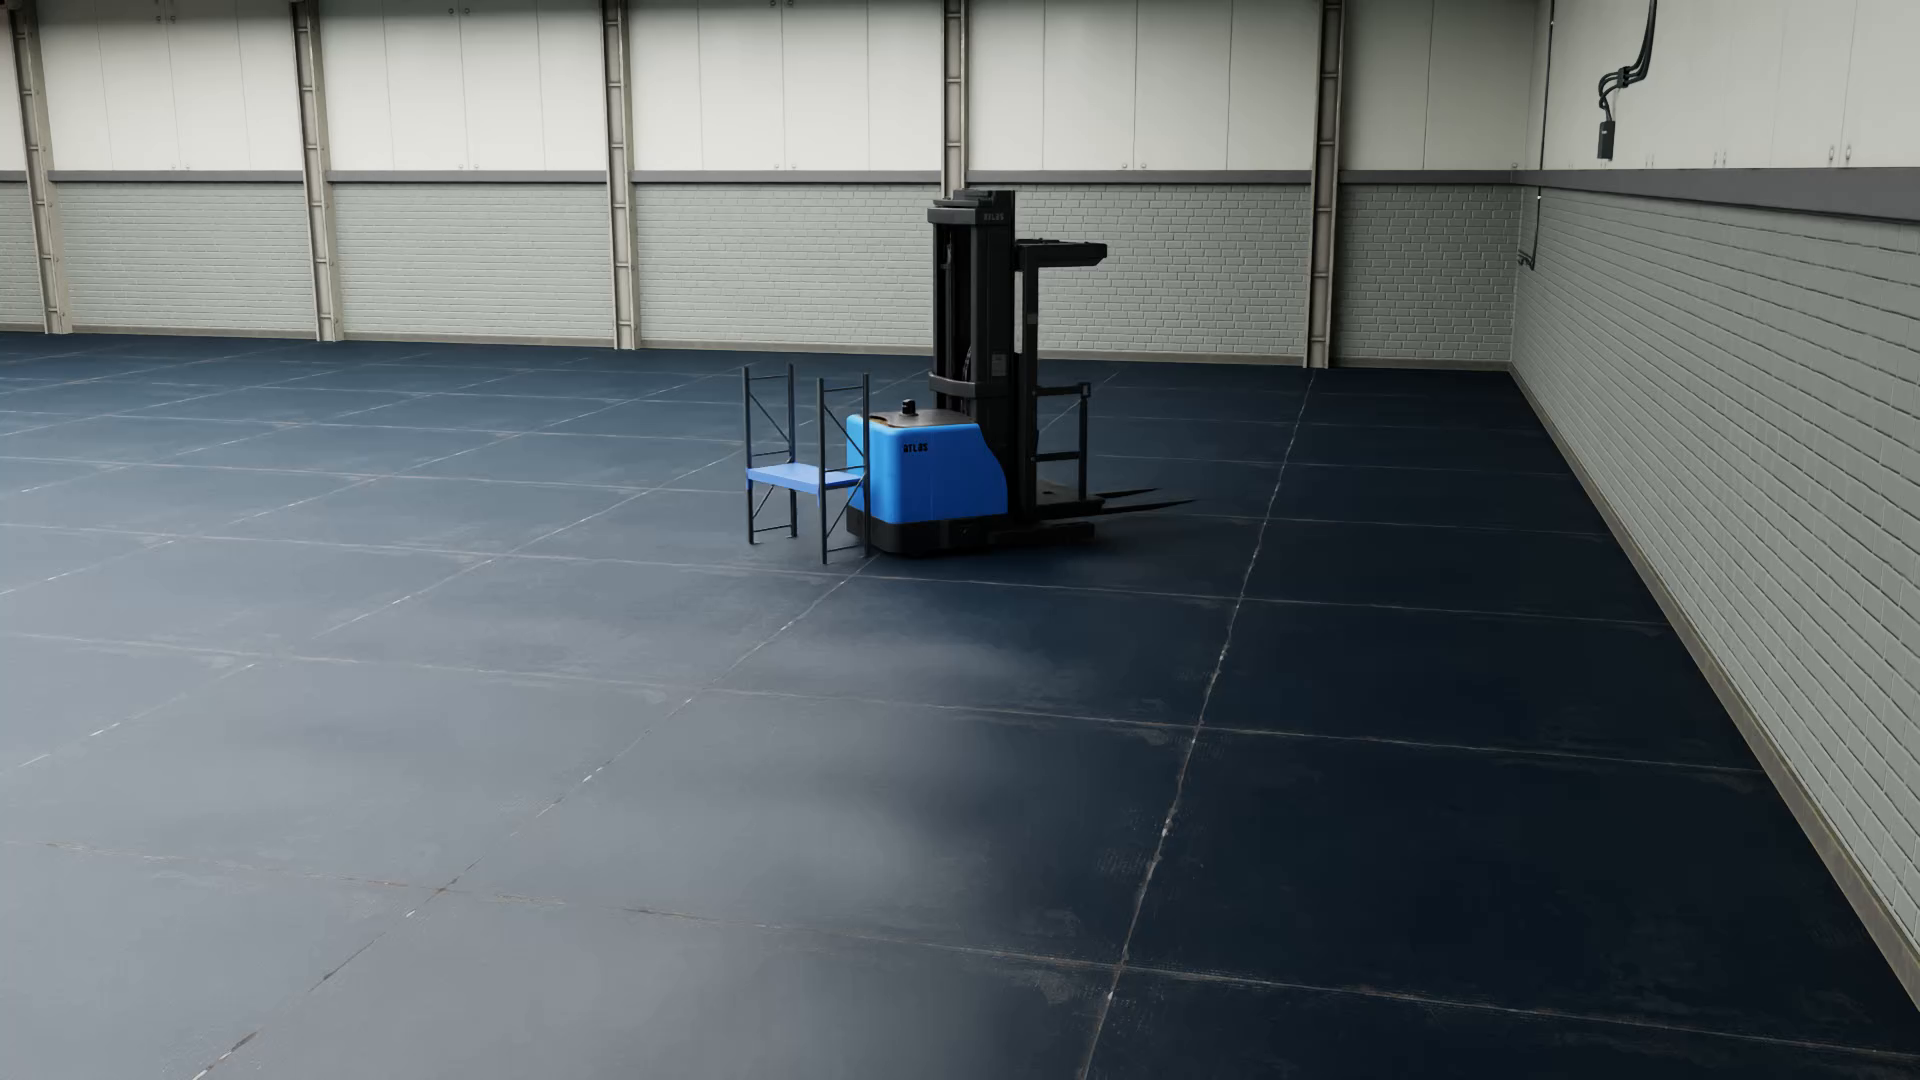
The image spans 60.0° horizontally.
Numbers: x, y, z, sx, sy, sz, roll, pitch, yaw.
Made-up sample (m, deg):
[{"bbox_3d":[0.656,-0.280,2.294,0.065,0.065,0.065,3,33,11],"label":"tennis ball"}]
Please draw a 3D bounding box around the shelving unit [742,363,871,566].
[{"bbox_3d":[-1.264,-0.648,13.690,0.538,1.500,1.048,-11,17,-41],"label":"shelving unit"}]

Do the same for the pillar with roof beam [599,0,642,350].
[{"bbox_3d":[-6.940,-6.901,24.561,0.400,9.000,9.100,3,13,14],"label":"pillar with roof beam"}]

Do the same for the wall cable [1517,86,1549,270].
[{"bbox_3d":[8.285,-5.236,24.229,0.112,2.526,3.097,3,13,14],"label":"wall cable"}]

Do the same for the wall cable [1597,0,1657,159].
[{"bbox_3d":[5.995,-6.417,14.530,0.169,6.003,2.305,3,13,14],"label":"wall cable"}]

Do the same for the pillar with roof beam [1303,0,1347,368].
[{"bbox_3d":[4.710,-6.278,21.754,0.400,9.000,9.100,3,13,14],"label":"pillar with roof beam"}]

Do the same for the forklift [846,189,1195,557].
[{"bbox_3d":[0.584,-1.491,14.188,3.031,2.935,1.130,-6,14,-25],"label":"forklift"}]

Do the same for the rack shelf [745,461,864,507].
[{"bbox_3d":[-1.264,-0.472,13.729,0.538,0.185,1.000,-11,17,-41],"label":"rack shelf"}]

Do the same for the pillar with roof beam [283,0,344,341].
[{"bbox_3d":[-12.766,-7.212,25.965,0.548,9.000,9.100,3,13,14],"label":"pillar with roof beam"}]

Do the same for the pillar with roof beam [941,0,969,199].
[{"bbox_3d":[-1.115,-6.589,23.158,0.400,9.000,9.100,3,13,14],"label":"pillar with roof beam"}]

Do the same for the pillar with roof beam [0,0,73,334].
[{"bbox_3d":[-18.591,-7.523,27.368,0.548,9.000,9.100,3,13,14],"label":"pillar with roof beam"}]

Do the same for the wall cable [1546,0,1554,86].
[{"bbox_3d":[7.637,-7.133,21.117,0.112,2.526,3.097,3,13,14],"label":"wall cable"}]

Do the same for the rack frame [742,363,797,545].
[{"bbox_3d":[-1.604,-0.729,14.059,0.500,1.500,0.032,-11,17,-41],"label":"rack frame"}]

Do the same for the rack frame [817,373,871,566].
[{"bbox_3d":[-0.924,-0.566,13.321,0.500,1.500,0.032,-11,17,-41],"label":"rack frame"}]
